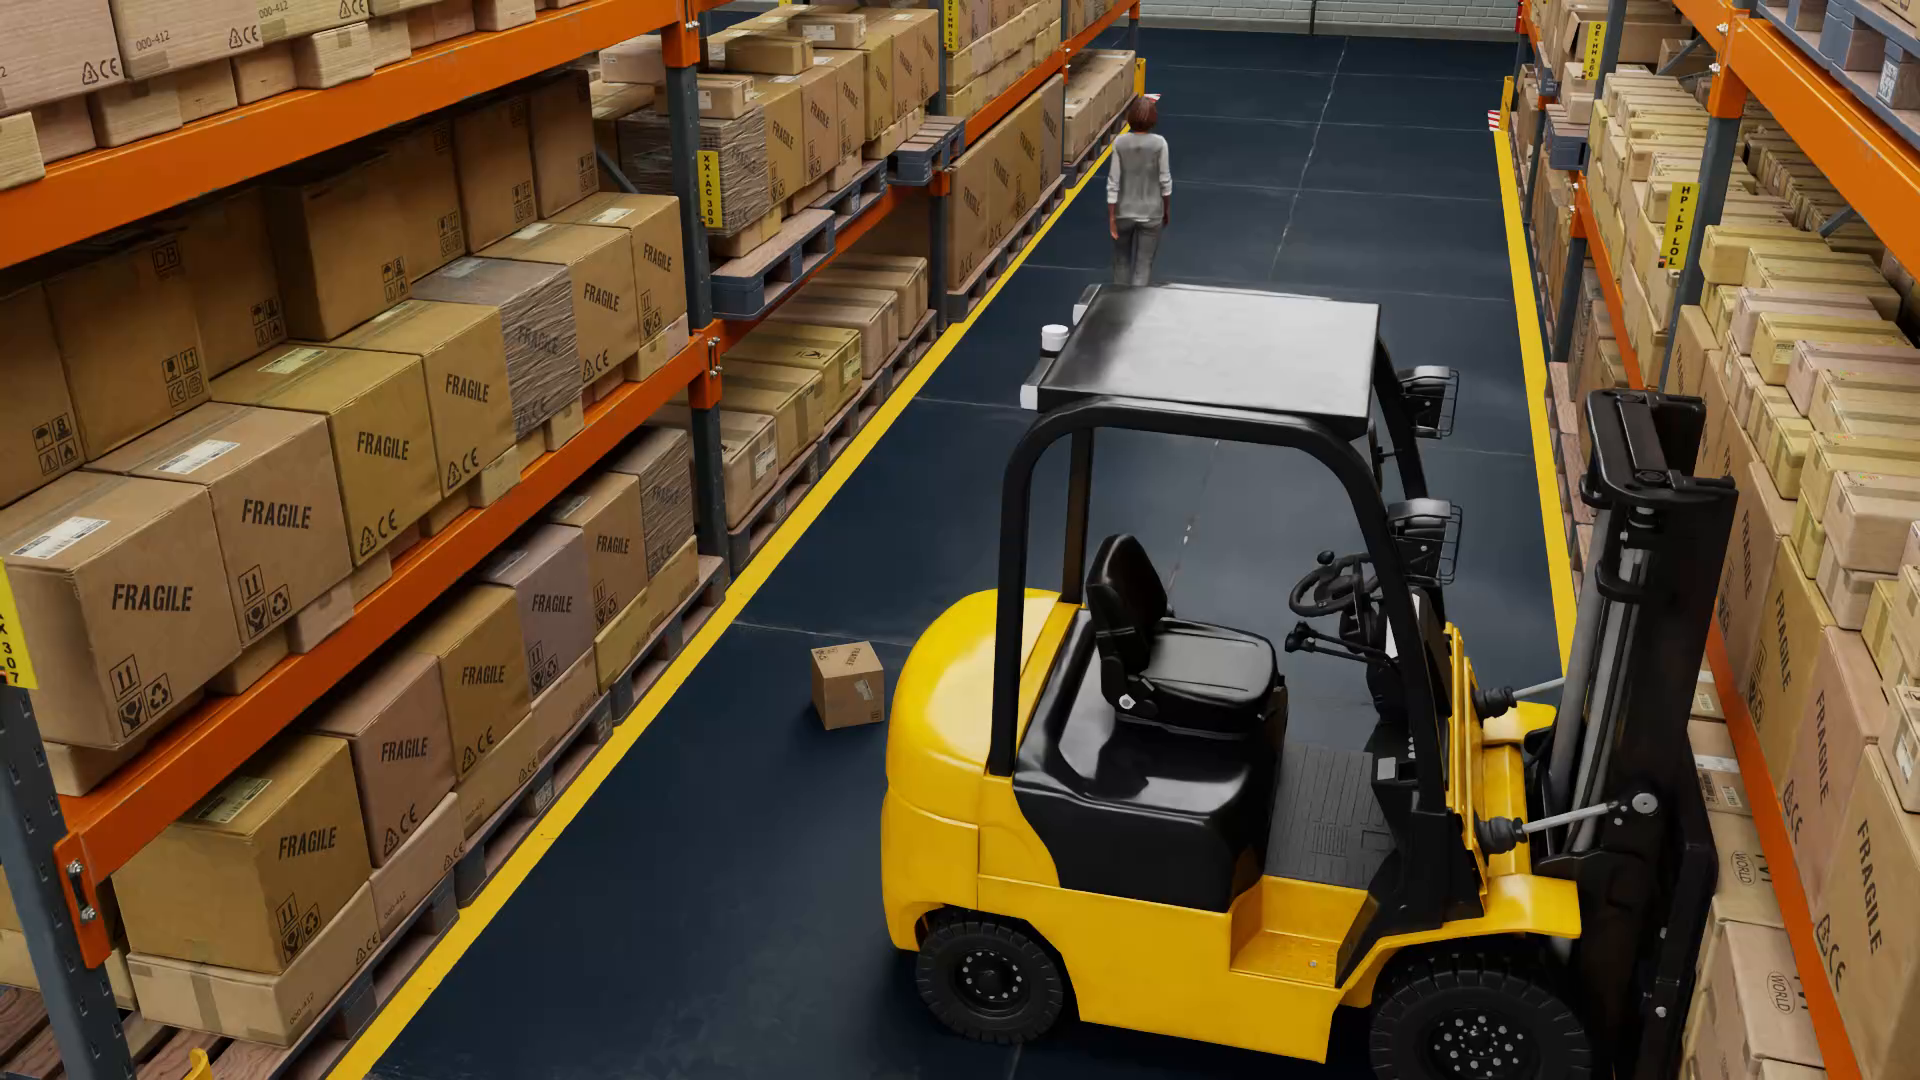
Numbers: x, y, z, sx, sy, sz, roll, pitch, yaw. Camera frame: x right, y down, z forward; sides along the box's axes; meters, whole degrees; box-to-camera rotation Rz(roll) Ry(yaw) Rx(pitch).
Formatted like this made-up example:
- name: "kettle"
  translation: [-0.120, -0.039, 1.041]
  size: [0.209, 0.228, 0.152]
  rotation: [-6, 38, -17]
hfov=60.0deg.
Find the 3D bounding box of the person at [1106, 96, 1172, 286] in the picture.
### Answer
- name: "person"
  translation: [1.189, -2.086, 11.093]
  size: [0.414, 1.552, 0.578]
  rotation: [6, 26, 13]
